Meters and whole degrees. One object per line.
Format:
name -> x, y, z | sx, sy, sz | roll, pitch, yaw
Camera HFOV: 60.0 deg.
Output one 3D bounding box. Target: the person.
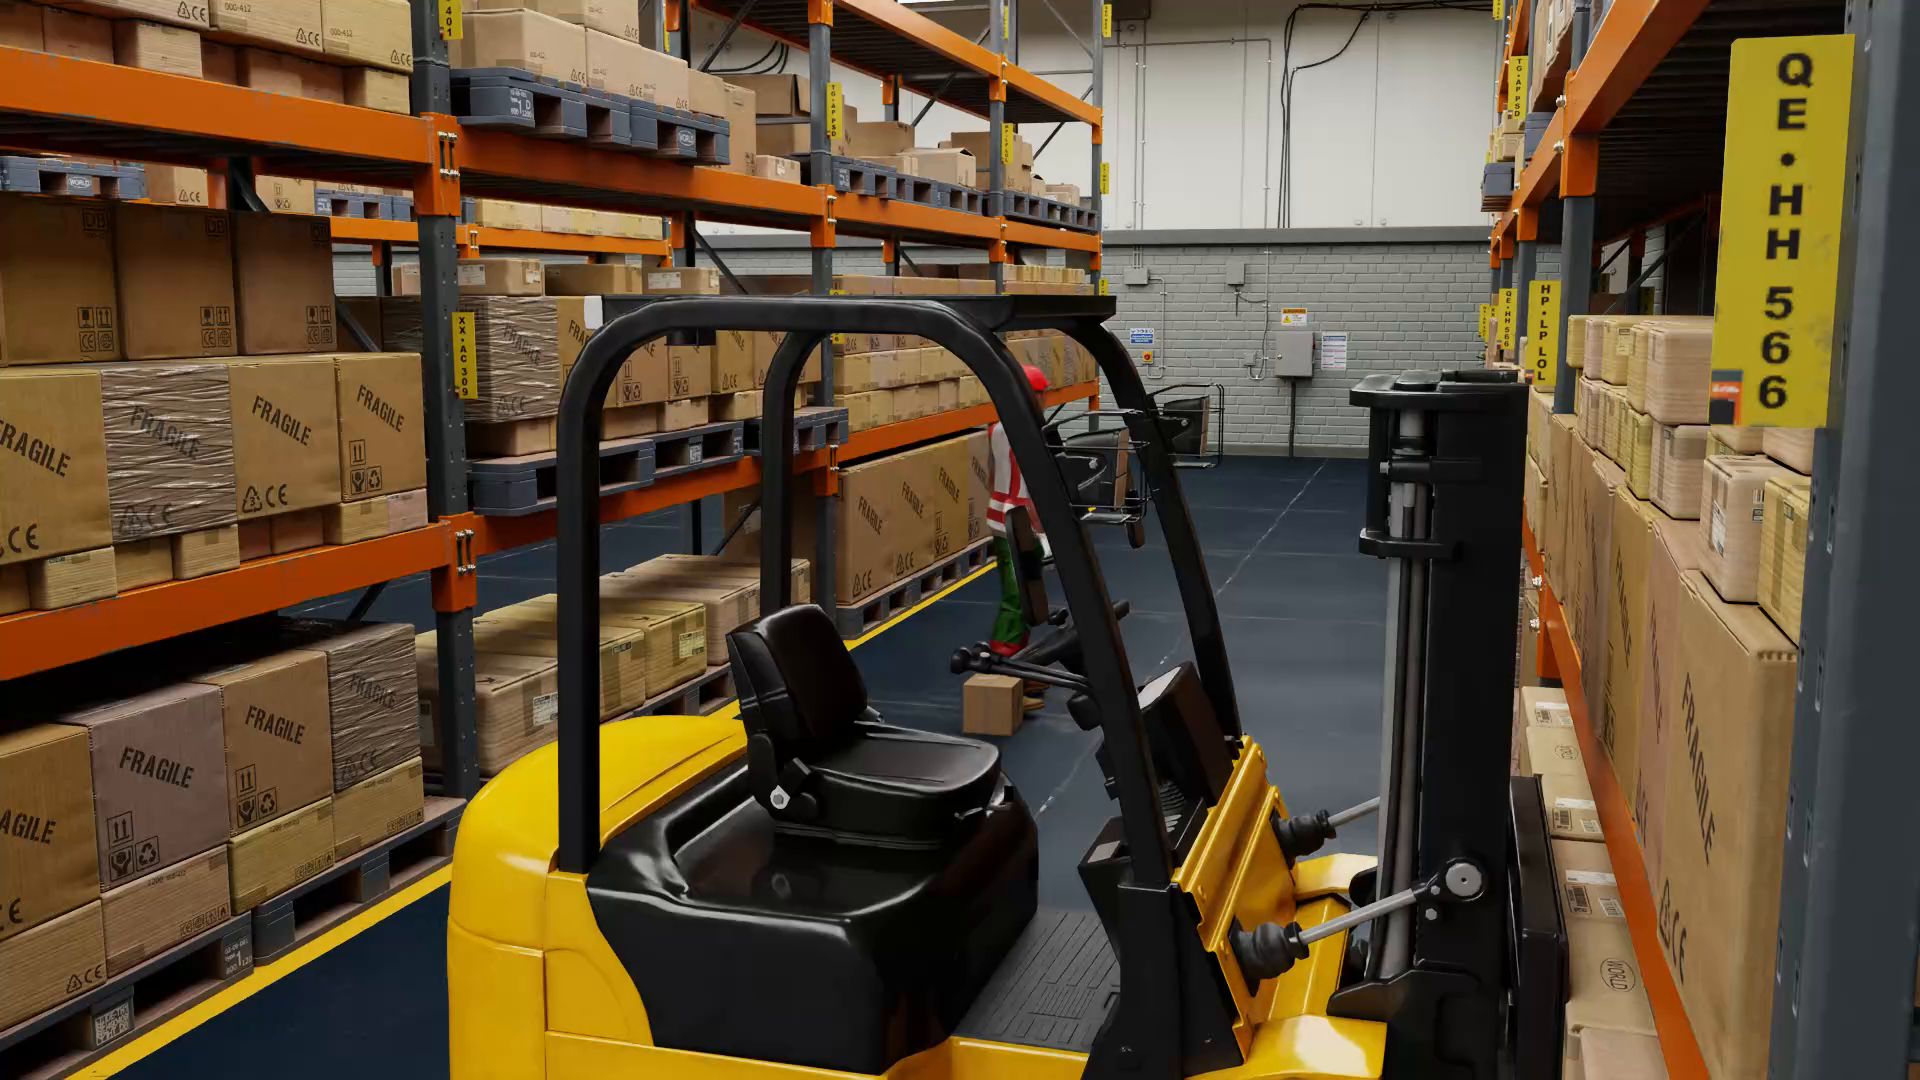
person -> 0.345, -0.024, 8.759 | 0.513, 1.789, 0.576 | -3, 9, -20
